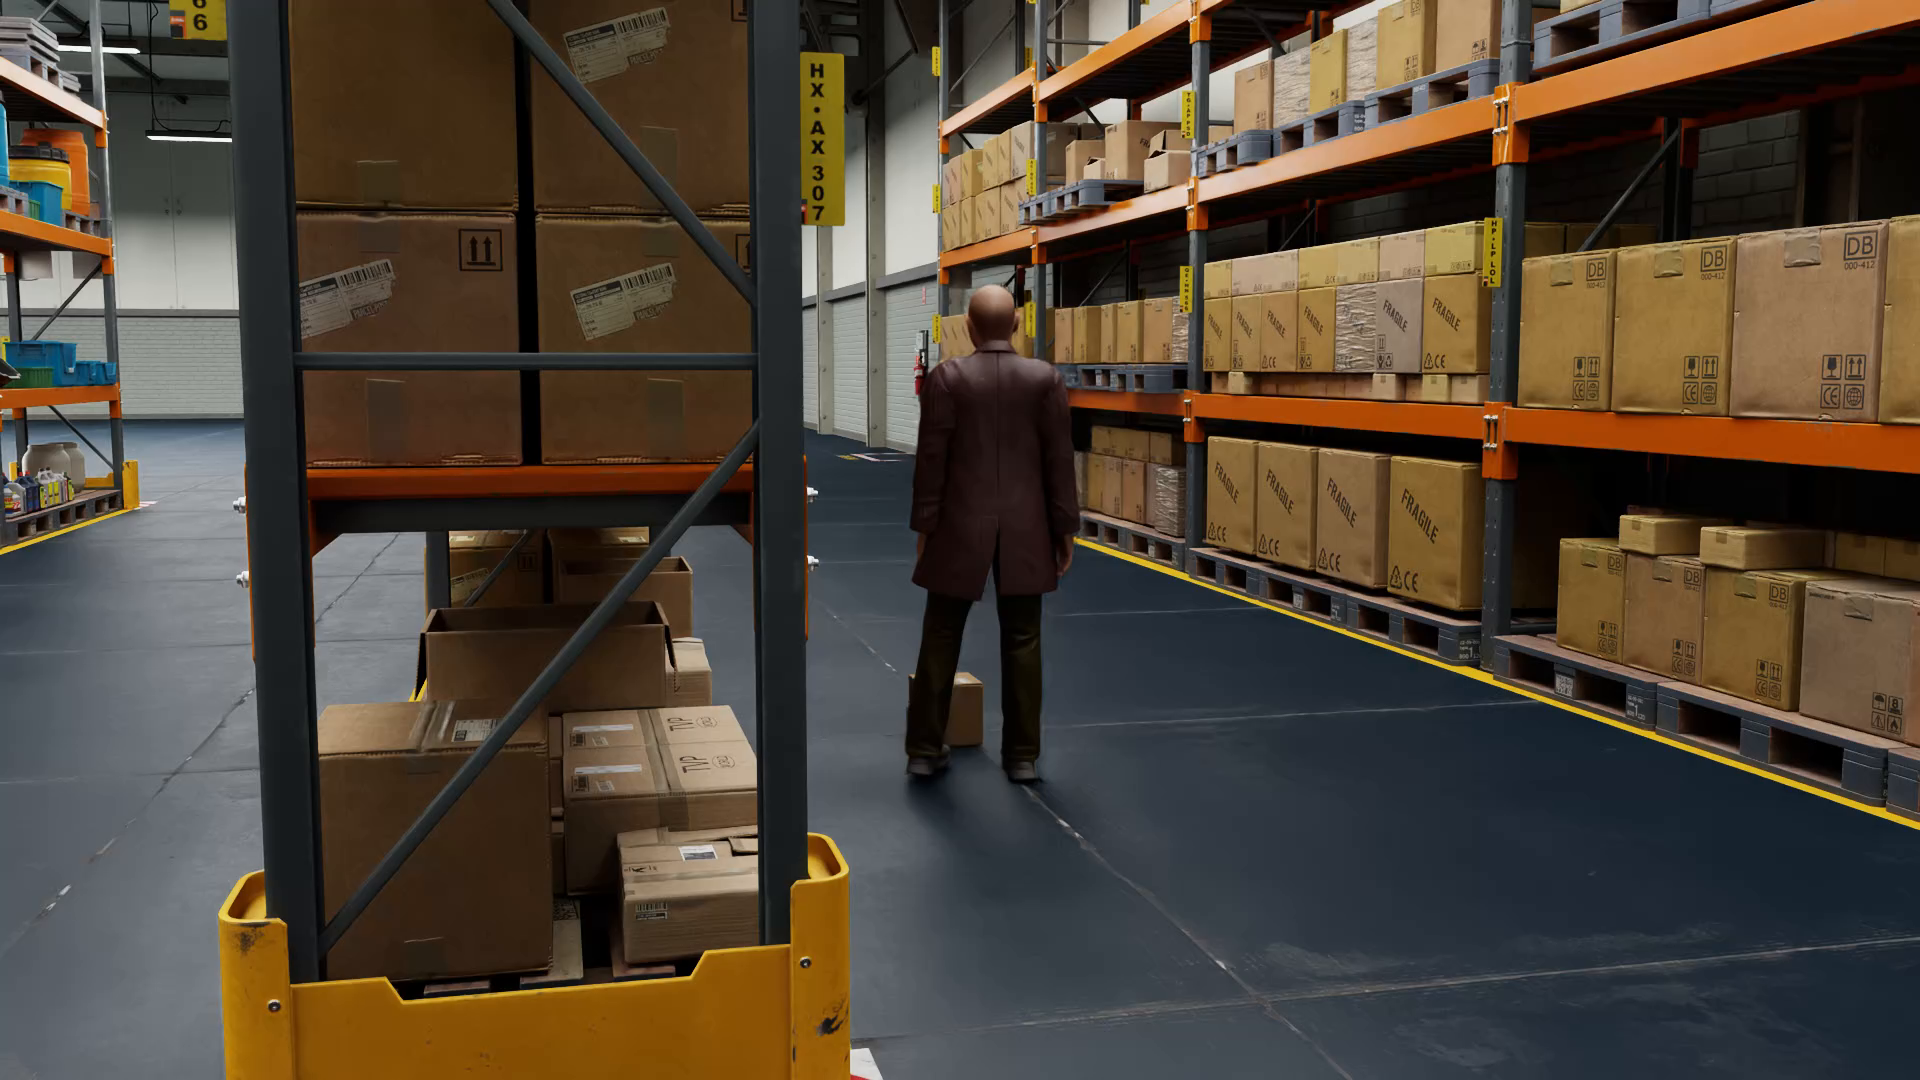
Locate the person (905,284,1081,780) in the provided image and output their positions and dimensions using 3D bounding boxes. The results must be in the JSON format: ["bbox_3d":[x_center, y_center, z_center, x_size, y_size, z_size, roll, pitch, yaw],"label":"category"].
[{"bbox_3d":[0.110,-0.031,6.067,0.638,1.782,0.425,-1,6,-6],"label":"person"}]
